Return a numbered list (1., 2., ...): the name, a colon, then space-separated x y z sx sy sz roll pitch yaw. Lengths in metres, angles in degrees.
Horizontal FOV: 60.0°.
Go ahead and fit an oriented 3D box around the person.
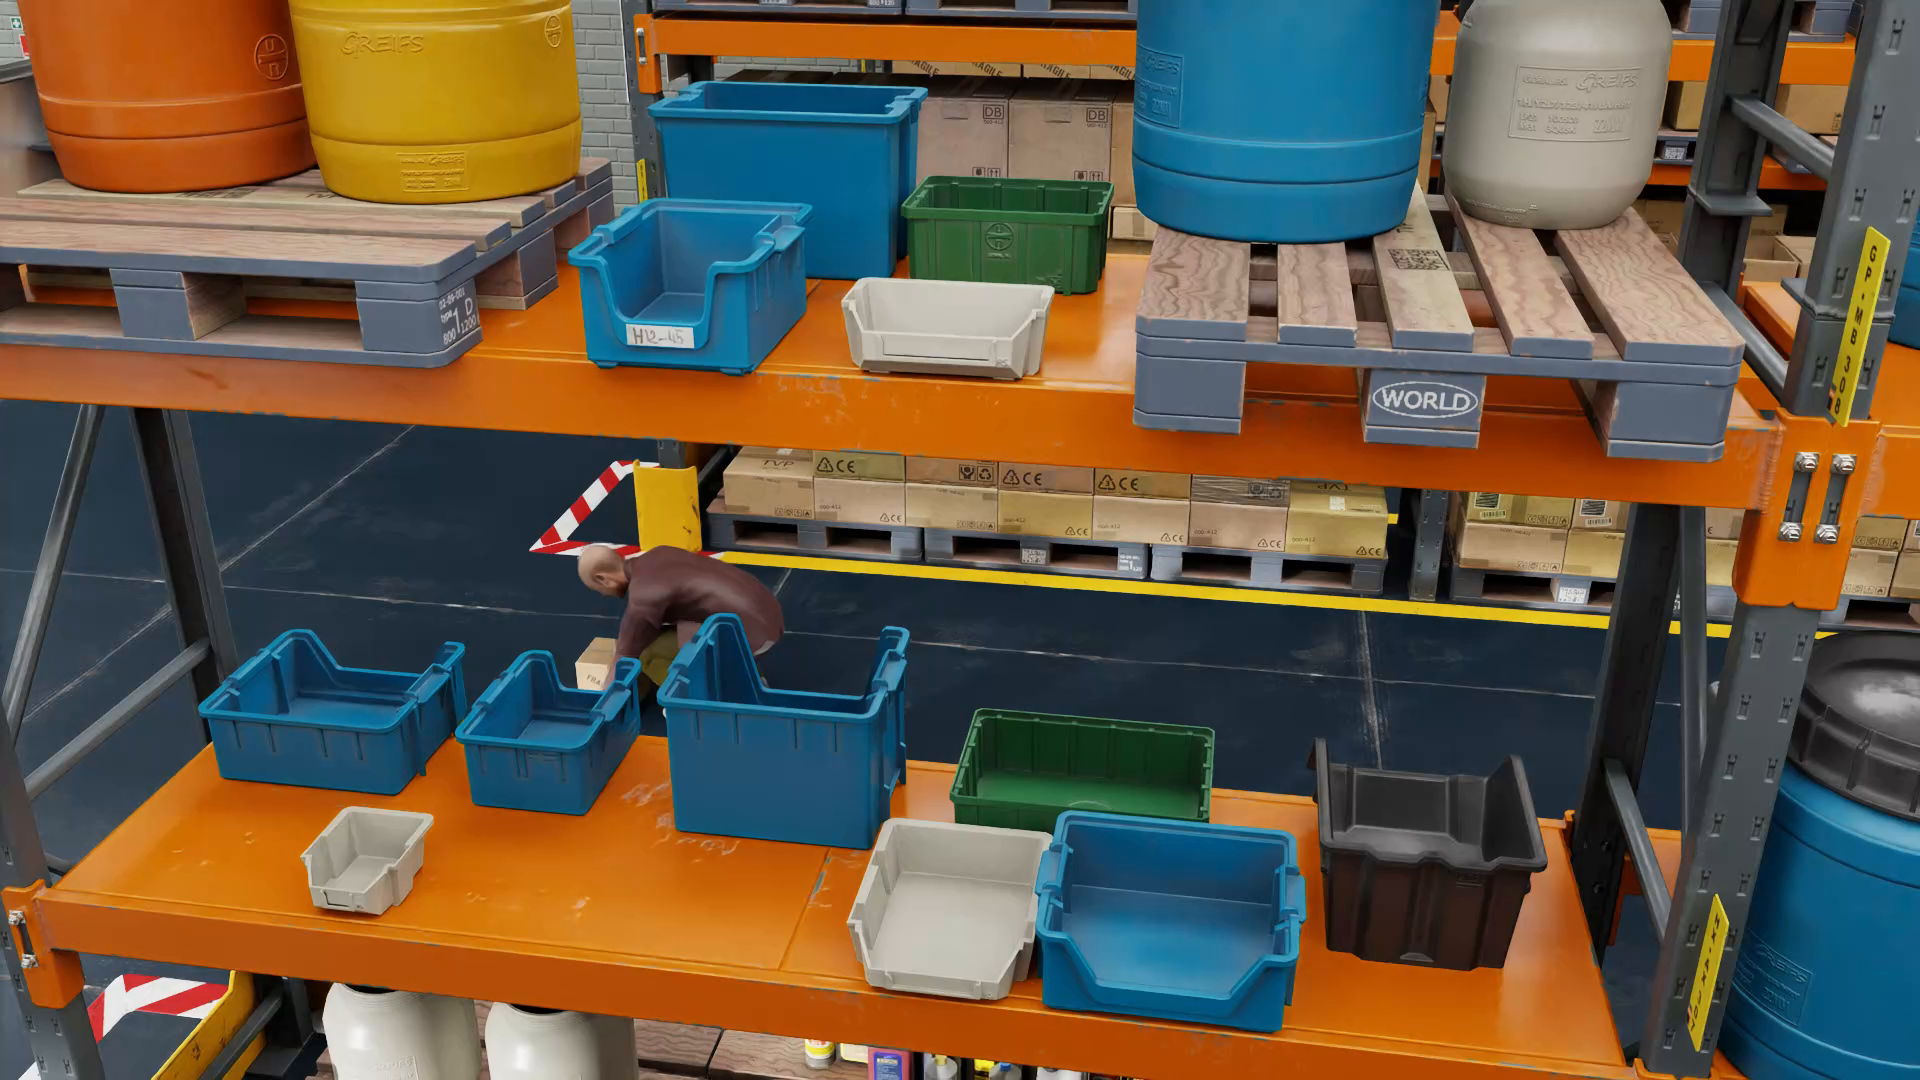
1. person: -1.239 0.427 7.457 0.910 0.884 0.584 4 25 8
